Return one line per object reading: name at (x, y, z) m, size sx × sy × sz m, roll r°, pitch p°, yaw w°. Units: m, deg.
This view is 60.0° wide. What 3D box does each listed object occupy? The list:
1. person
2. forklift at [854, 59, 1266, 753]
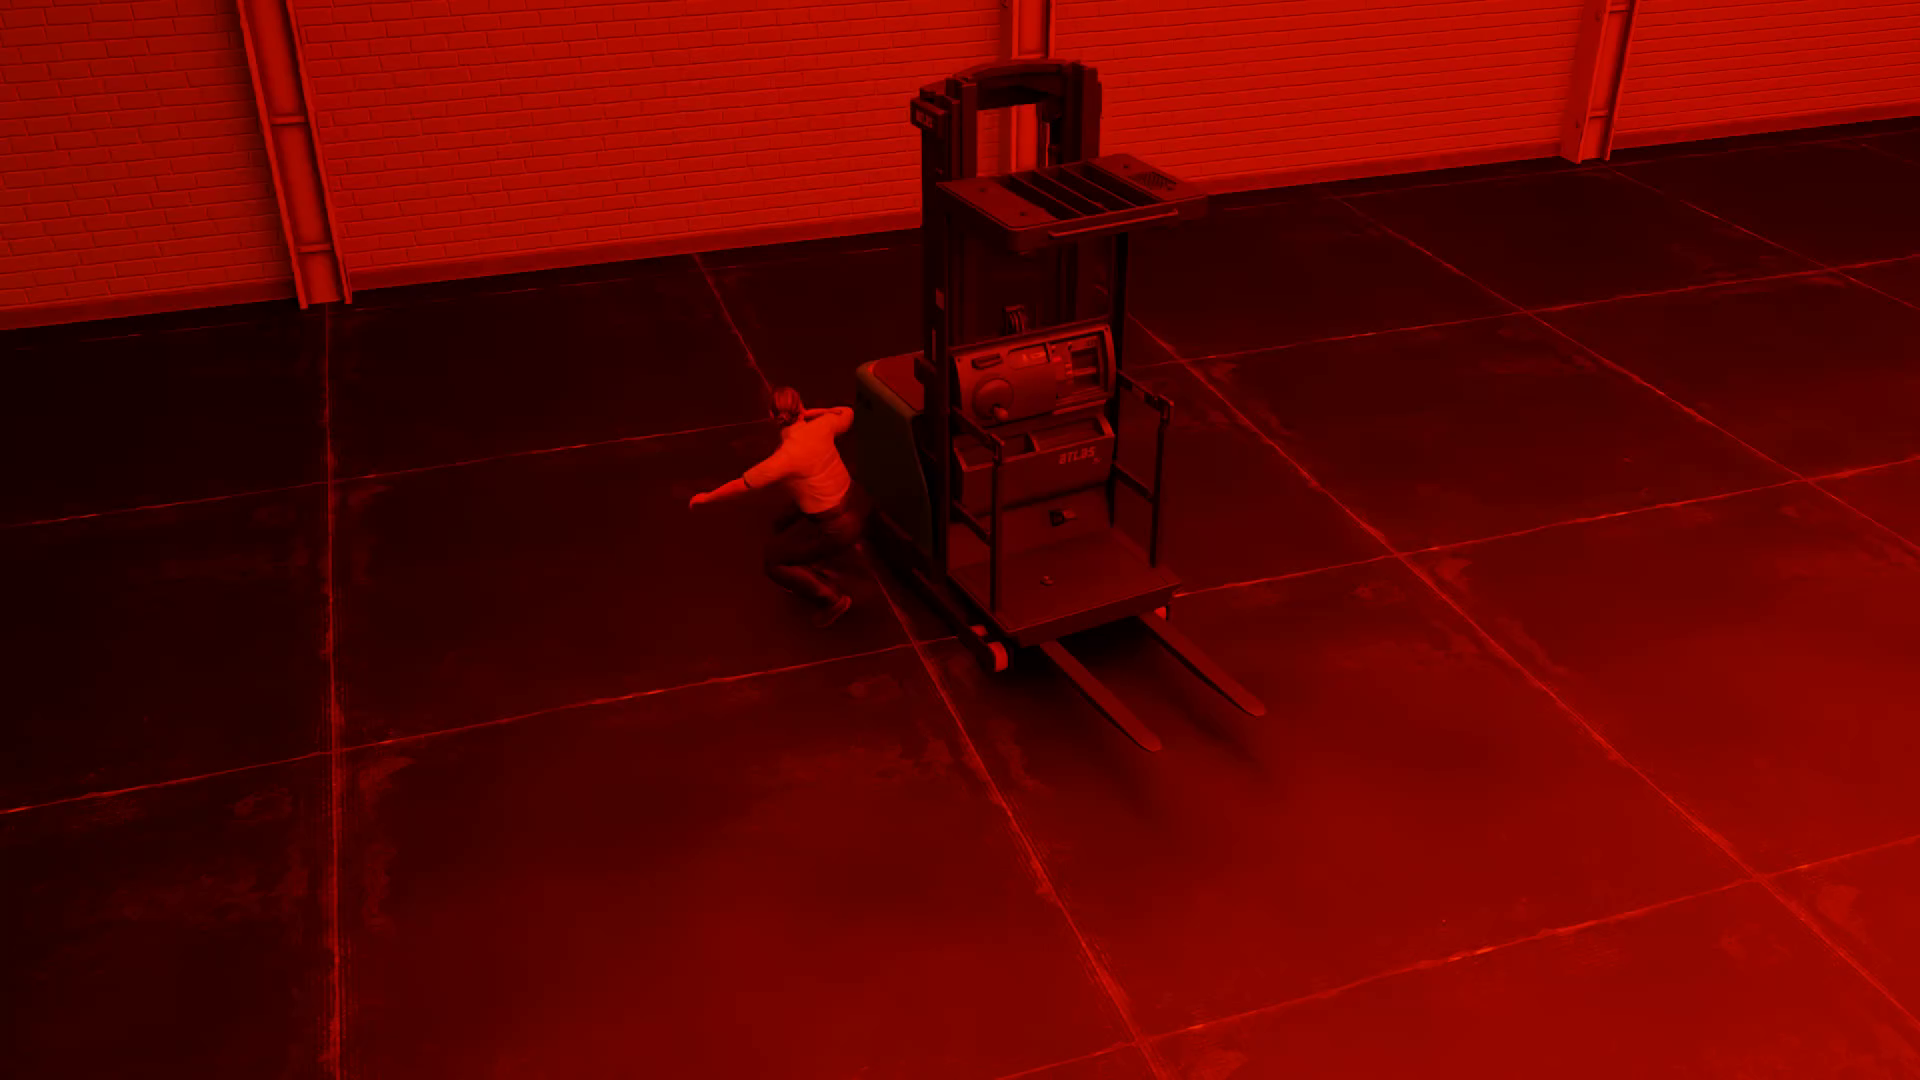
person at (-0.940, -0.222, 9.035) m, size 0.923 × 1.390 × 0.730 m, roll 9°, pitch 31°, yaw 15°
forklift at (0.498, -0.822, 8.516) m, size 1.130 × 2.935 × 3.031 m, roll -15°, pitch 33°, yaw -24°
